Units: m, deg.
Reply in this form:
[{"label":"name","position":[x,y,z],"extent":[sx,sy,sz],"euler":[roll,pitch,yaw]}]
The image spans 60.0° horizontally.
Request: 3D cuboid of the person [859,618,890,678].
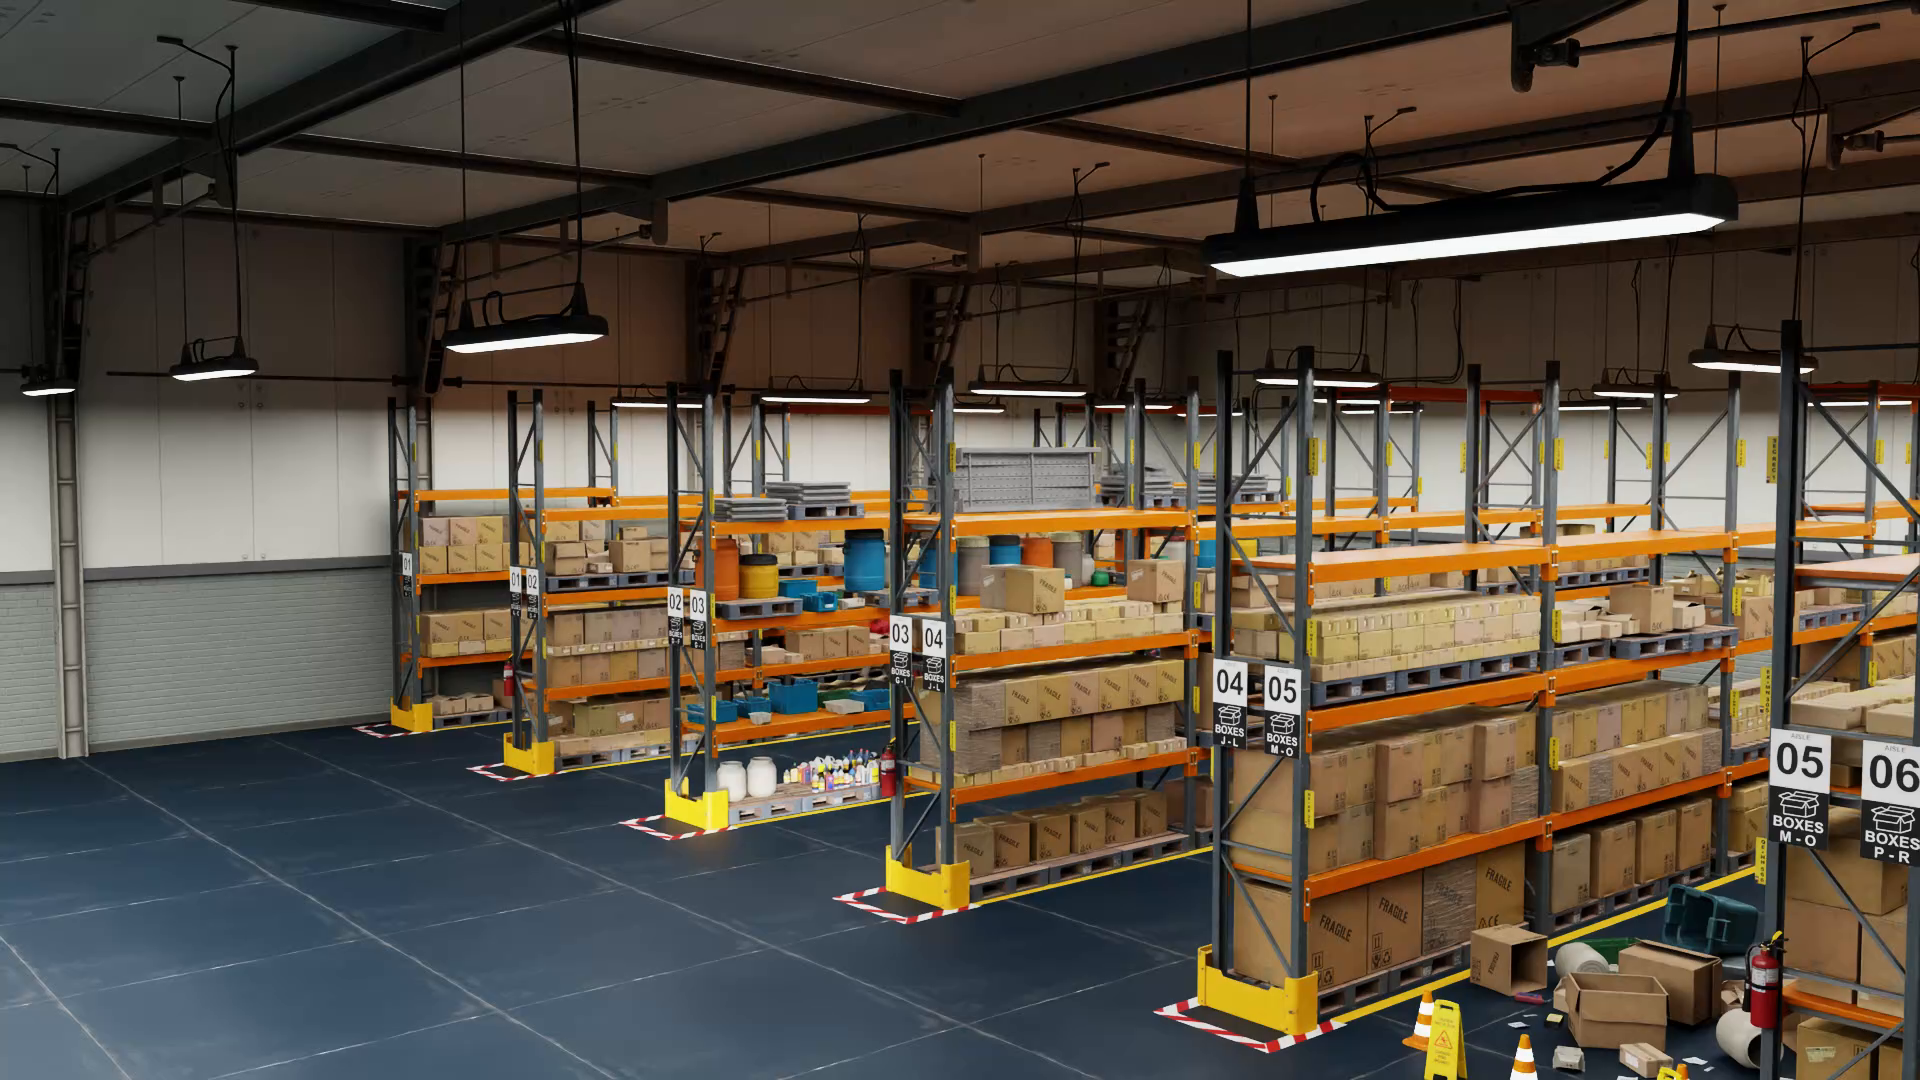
[{"label":"person","position":[-1.805,2.269,34.880],"extent":[0.614,1.654,1.062],"euler":[3,4,40]}]
